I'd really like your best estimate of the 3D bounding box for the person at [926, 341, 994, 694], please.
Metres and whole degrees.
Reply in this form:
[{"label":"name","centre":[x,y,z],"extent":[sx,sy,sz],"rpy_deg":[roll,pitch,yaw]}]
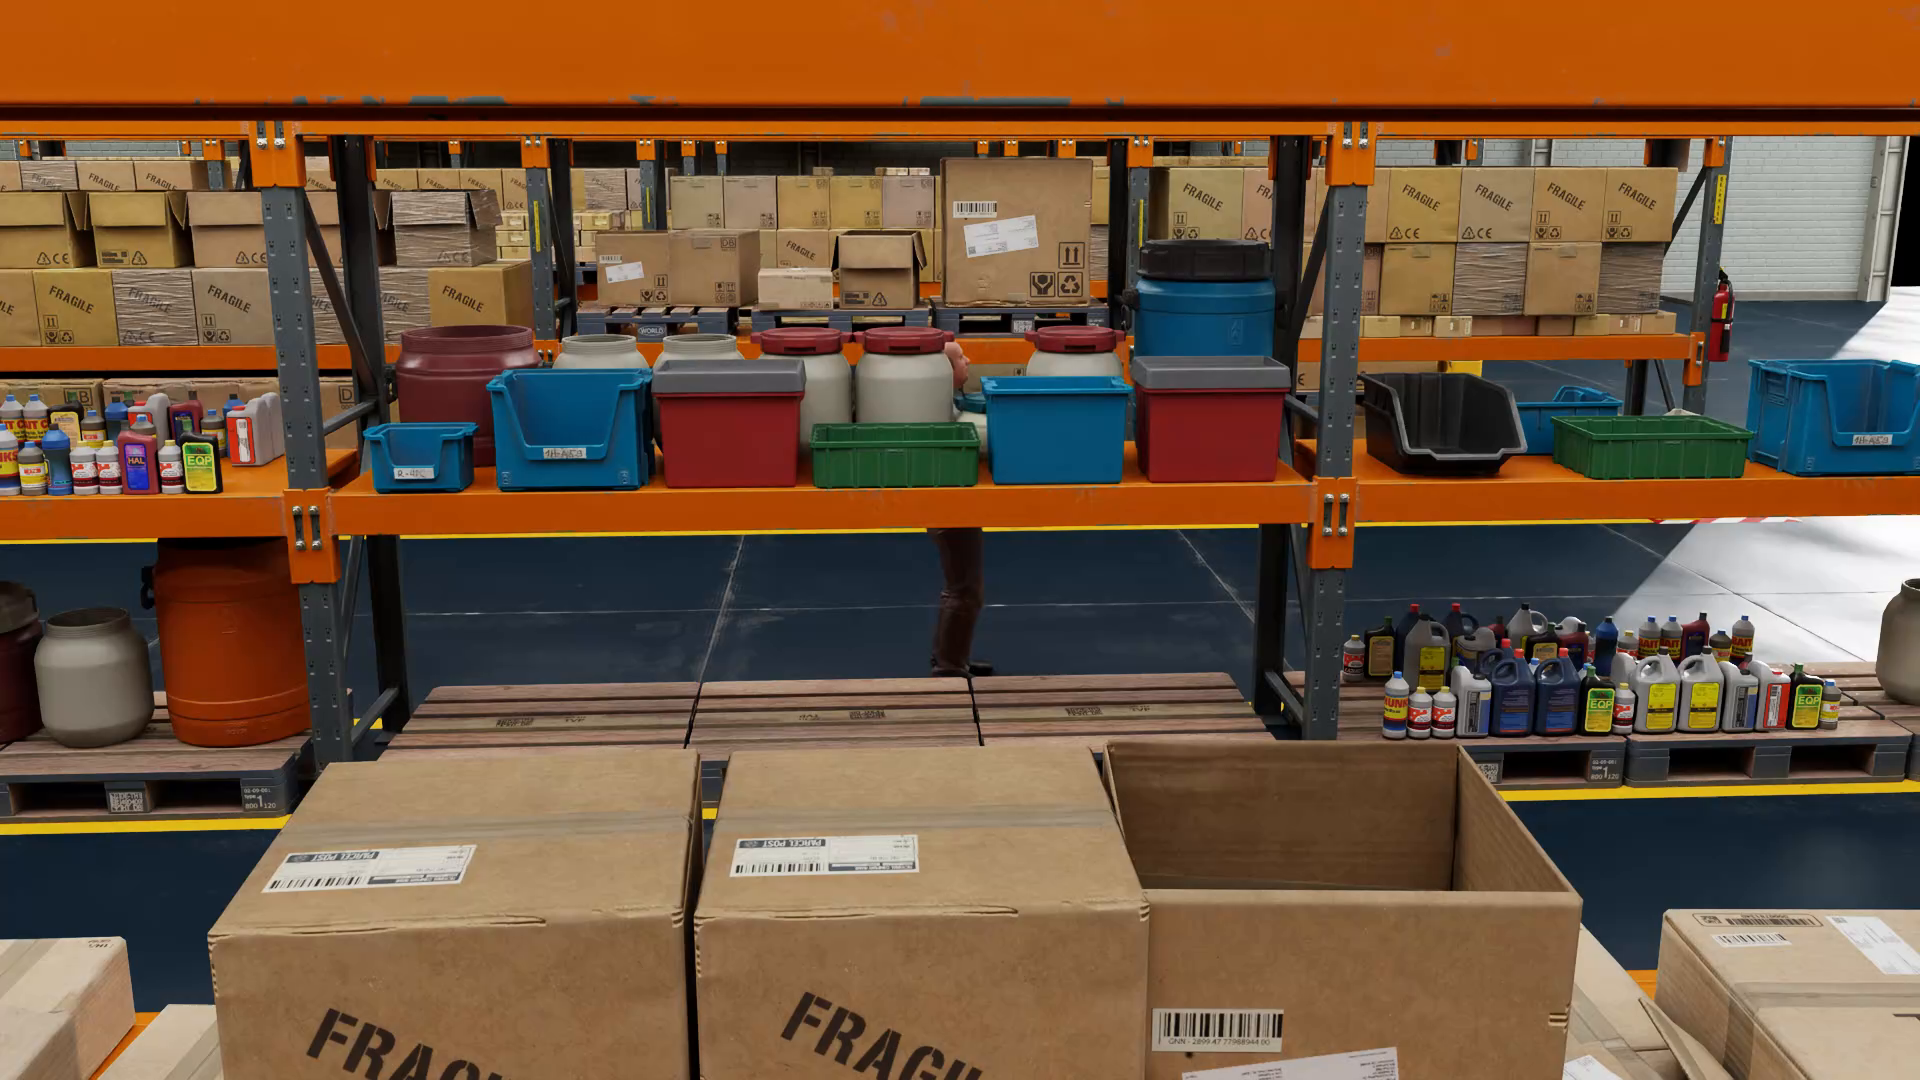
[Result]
[{"label":"person","centre":[0.073,-0.125,8.090],"extent":[0.560,1.711,0.494],"rpy_deg":[-1,13,-3]}]
